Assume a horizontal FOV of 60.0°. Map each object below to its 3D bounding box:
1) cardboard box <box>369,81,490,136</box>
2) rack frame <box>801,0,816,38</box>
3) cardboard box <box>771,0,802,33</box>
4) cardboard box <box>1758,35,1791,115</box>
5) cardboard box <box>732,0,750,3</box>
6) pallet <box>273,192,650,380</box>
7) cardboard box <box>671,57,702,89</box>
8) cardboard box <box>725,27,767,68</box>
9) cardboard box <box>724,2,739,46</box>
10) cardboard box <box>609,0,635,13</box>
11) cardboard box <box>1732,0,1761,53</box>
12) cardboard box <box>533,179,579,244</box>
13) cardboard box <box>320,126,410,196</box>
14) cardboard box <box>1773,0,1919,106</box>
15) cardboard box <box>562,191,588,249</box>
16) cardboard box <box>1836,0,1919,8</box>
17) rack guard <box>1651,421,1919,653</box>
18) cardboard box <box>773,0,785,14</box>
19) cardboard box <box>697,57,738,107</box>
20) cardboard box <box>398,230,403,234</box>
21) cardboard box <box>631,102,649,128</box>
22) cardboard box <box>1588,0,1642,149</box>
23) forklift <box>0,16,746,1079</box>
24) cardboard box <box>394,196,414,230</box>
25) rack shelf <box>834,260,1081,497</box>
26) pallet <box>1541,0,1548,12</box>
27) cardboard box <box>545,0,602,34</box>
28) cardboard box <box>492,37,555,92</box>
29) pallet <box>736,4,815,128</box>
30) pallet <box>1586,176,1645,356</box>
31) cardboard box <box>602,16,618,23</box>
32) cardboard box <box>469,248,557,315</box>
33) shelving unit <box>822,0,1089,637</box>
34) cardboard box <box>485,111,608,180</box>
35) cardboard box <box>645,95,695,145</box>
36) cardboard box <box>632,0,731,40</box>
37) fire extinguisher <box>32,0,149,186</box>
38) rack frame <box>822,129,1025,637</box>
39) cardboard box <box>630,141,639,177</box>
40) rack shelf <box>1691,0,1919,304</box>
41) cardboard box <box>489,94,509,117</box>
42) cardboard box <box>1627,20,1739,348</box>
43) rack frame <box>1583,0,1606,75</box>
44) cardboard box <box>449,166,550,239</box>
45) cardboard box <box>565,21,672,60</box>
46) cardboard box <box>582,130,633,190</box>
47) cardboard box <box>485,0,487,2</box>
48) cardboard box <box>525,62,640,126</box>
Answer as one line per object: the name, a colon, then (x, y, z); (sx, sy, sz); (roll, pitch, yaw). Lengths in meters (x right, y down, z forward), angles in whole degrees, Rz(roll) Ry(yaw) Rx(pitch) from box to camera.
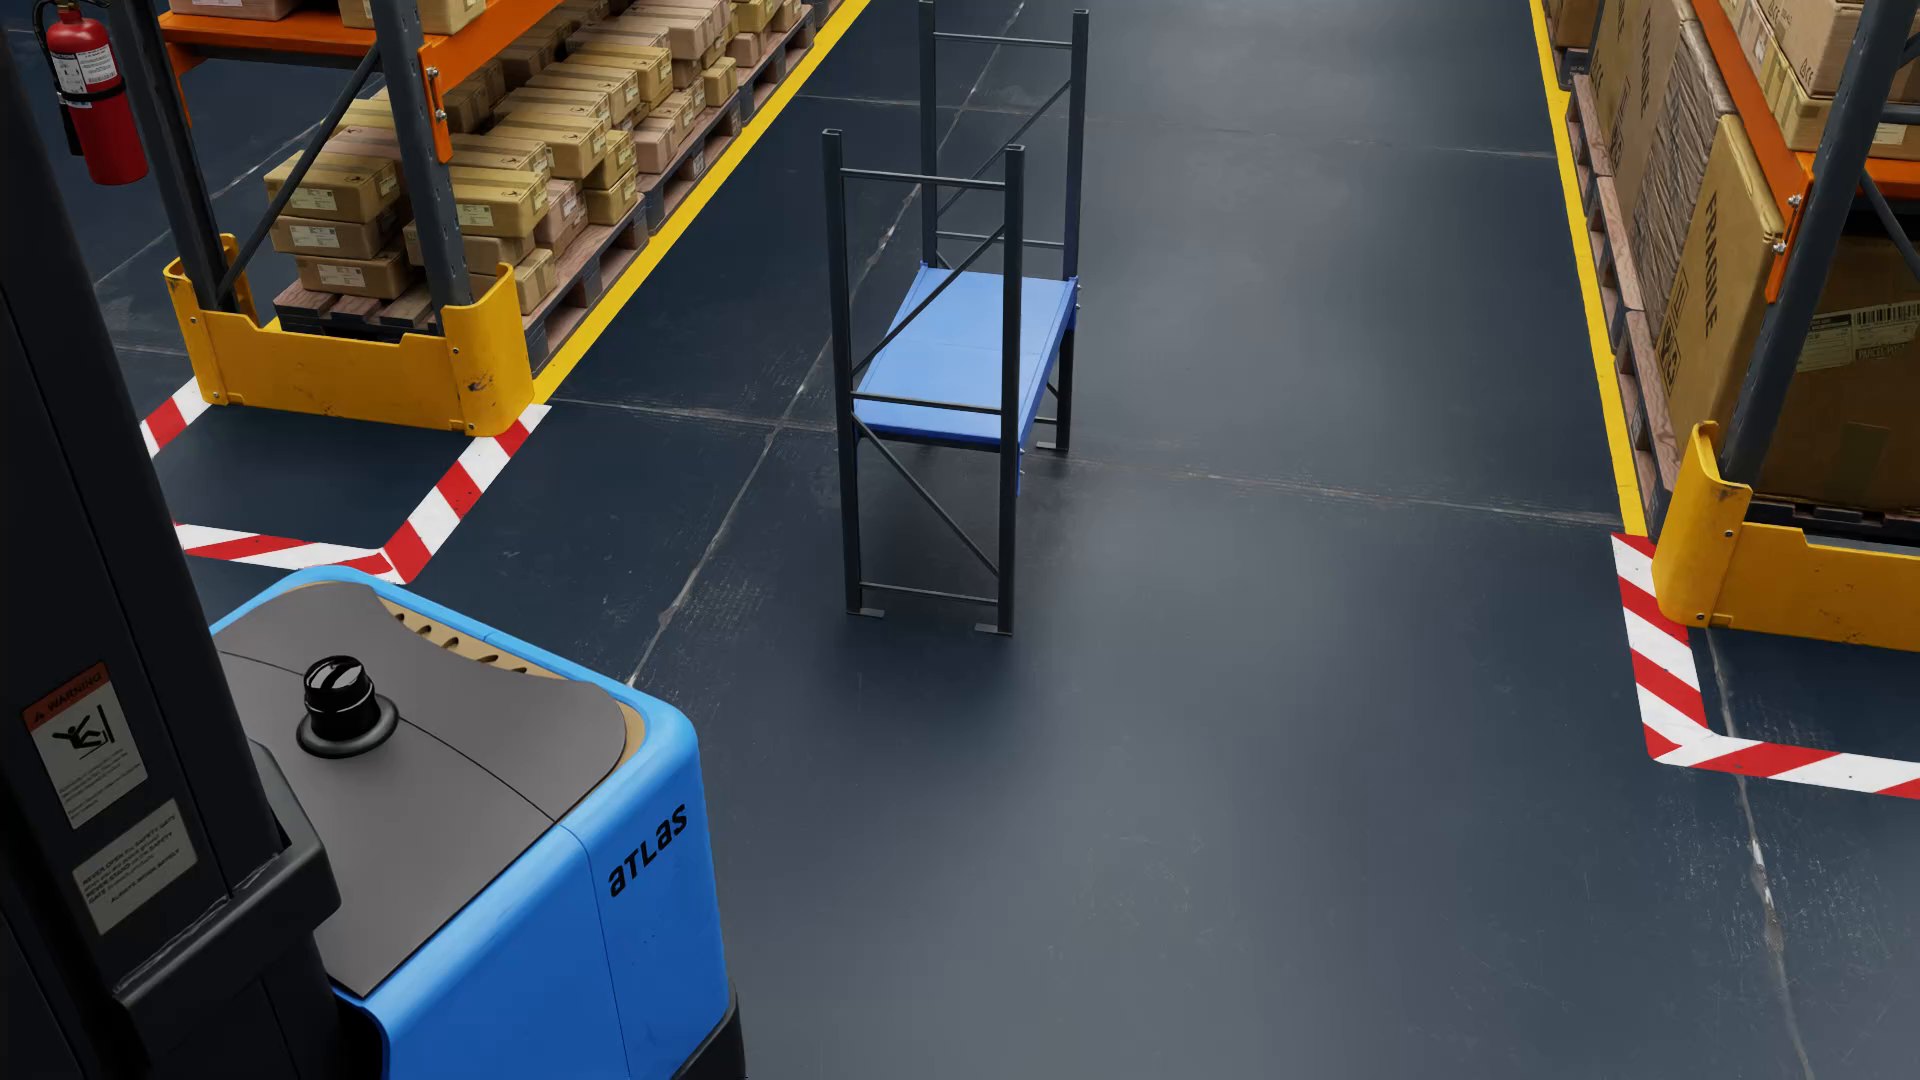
cardboard box: (-2.113, -1.722, 6.635); (0.380, 0.149, 0.250); (6, 36, 8)
rack frame: (-1.282, -3.982, 8.188); (1.000, 3.000, 0.127); (7, 37, 10)
cardboard box: (-1.033, -2.730, 8.532); (0.380, 0.149, 0.250); (8, 37, 11)
cardboard box: (2.496, -1.302, 4.704); (0.380, 0.149, 0.250); (8, 37, 10)
cardboard box: (-1.166, -2.707, 7.993); (0.380, 0.149, 0.250); (7, 37, 10)
pallet: (-1.912, -1.064, 6.539); (1.003, 0.211, 1.213); (7, 37, 10)
cardboard box: (-1.386, -2.154, 7.484); (0.380, 0.149, 0.250); (6, 36, 8)
cardboard box: (-1.164, -2.432, 8.121); (0.380, 0.149, 0.250); (6, 36, 8)
cardboard box: (-1.274, -2.454, 7.897); (0.380, 0.149, 0.250); (8, 37, 10)
cardboard box: (-1.714, -2.613, 7.864); (0.380, 0.149, 0.250); (6, 36, 9)
cardboard box: (2.605, -1.589, 5.101); (0.380, 0.149, 0.250); (8, 37, 11)
cardboard box: (-1.660, -1.243, 6.227); (0.380, 0.149, 0.250); (7, 37, 10)
cardboard box: (-2.161, -1.417, 6.214); (0.380, 0.149, 0.250); (8, 37, 11)
cardboard box: (2.532, -1.380, 4.472); (0.500, 0.250, 0.500); (7, 36, 9)
cardboard box: (-1.690, -1.268, 6.515); (0.380, 0.149, 0.250); (8, 37, 10)
cardboard box: (2.535, -1.685, 4.254); (0.500, 0.500, 0.500); (8, 37, 11)
rack guard: (2.682, 0.017, 4.801); (1.175, 0.500, 0.348); (7, 37, 10)
cardboard box: (-1.084, -2.741, 8.294); (0.380, 0.149, 0.250); (6, 36, 8)
cardboard box: (-1.254, -2.137, 7.713); (0.380, 0.149, 0.250); (7, 37, 10)
cardboard box: (-2.272, -1.192, 6.411); (0.380, 0.149, 0.250); (8, 37, 11)
cardboard box: (-1.552, -1.853, 7.068); (0.380, 0.149, 0.250); (9, 37, 12)
cardboard box: (3.323, -2.244, 7.242); (0.875, 0.875, 0.875); (7, 37, 10)
forklift: (-1.643, 0.597, 1.928); (1.130, 2.935, 3.031); (19, 40, 24)
cardboard box: (-2.194, -1.306, 6.314); (0.380, 0.149, 0.250); (6, 36, 9)
rack shelf: (0.018, -0.511, 4.983); (0.538, 0.185, 1.000); (7, 37, 10)
pallet: (3.891, -3.327, 9.660); (1.003, 0.211, 1.213); (7, 37, 10)
cardboard box: (-1.826, -2.311, 7.447); (0.380, 0.149, 0.250); (6, 36, 8)
cardboard box: (-1.945, -2.020, 7.046); (0.380, 0.149, 0.250); (6, 36, 8)
pallet: (-1.391, -2.463, 8.469); (1.003, 0.211, 1.213); (7, 37, 10)
pallet: (3.045, -1.045, 6.513); (1.003, 0.211, 1.213); (7, 37, 10)
cardboard box: (-1.797, -2.341, 7.741); (0.380, 0.149, 0.250); (9, 37, 12)
cardboard box: (-1.712, -0.965, 6.096); (0.380, 0.149, 0.250); (8, 37, 11)
shelving unit: (0.018, -0.656, 4.877); (0.538, 1.500, 1.048); (7, 37, 10)
cardboard box: (-1.572, -1.505, 6.334); (0.380, 0.149, 0.250); (7, 37, 10)
cardboard box: (-1.394, -1.853, 7.322); (0.380, 0.149, 0.250); (7, 37, 10)
cardboard box: (-1.265, -2.401, 7.571); (0.380, 0.149, 0.250); (6, 36, 8)
fire extinguisher: (-2.641, -1.420, 5.037); (0.296, 0.674, 0.183); (7, 37, 10)
rack frame: (-0.090, -0.365, 4.475); (0.500, 1.500, 0.032); (7, 37, 10)
cardboard box: (-1.566, -1.559, 6.917); (0.380, 0.149, 0.250); (7, 37, 10)
rack shelf: (3.115, -1.864, 5.879); (1.077, 0.370, 4.000); (7, 37, 10)
cardboard box: (-2.095, -1.760, 6.940); (0.380, 0.149, 0.250); (8, 37, 11)
cardboard box: (2.940, -1.217, 5.826); (0.875, 0.875, 0.875); (7, 37, 10)
rack frame: (3.542, -3.302, 7.250); (1.000, 3.000, 0.127); (7, 37, 10)
cardboard box: (-1.693, -1.203, 5.918); (0.380, 0.149, 0.250); (6, 36, 8)
cardboard box: (-1.471, -2.116, 7.178); (0.380, 0.149, 0.250); (7, 37, 10)
cardboard box: (-1.533, -1.528, 6.620); (0.380, 0.149, 0.250); (8, 37, 11)
cardboard box: (-1.733, -1.883, 5.506); (0.380, 0.149, 0.250); (9, 37, 12)
cardboard box: (-1.532, -1.815, 6.763); (0.380, 0.149, 0.250); (9, 37, 12)
